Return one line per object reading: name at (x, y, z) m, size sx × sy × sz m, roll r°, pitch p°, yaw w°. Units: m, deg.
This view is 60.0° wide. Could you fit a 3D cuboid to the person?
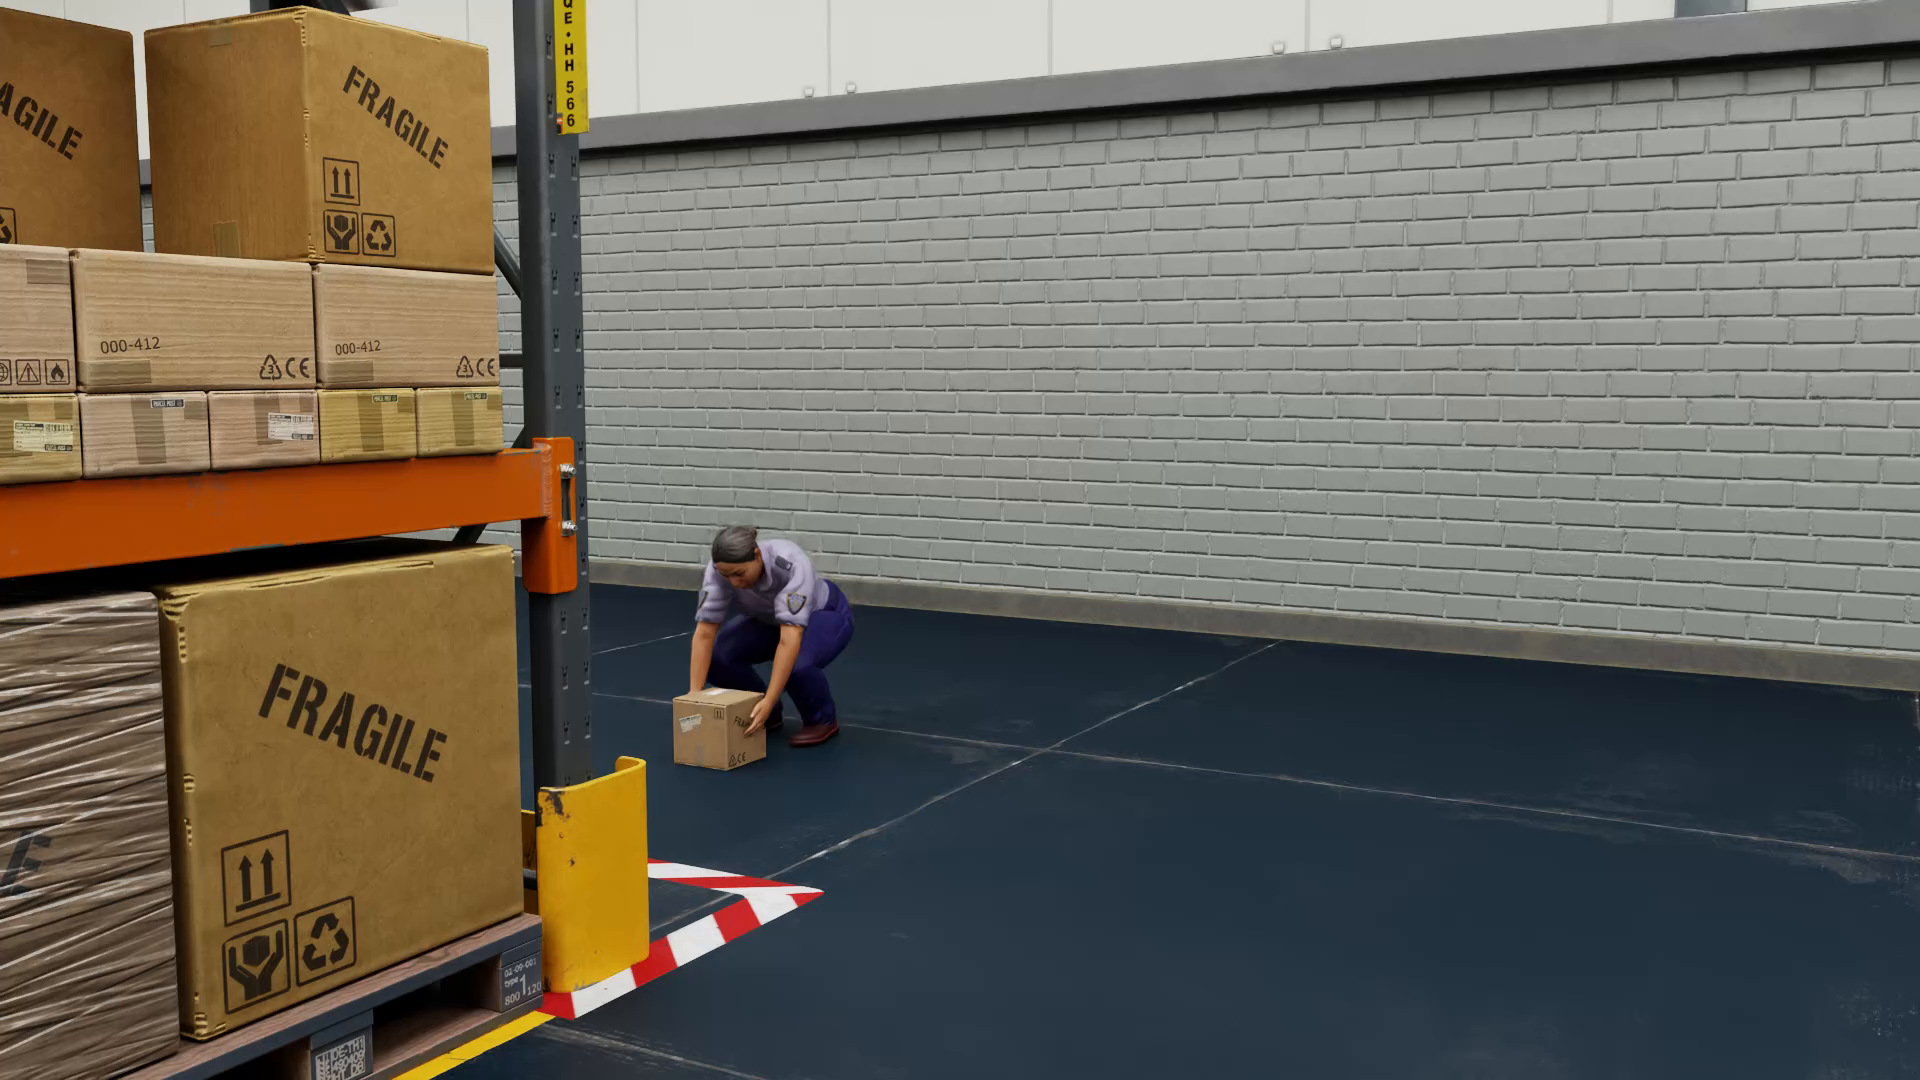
person at (-0.742, 0.371, 6.580) m, size 0.526 × 0.890 × 0.822 m, roll 3°, pitch 7°, yaw 28°
